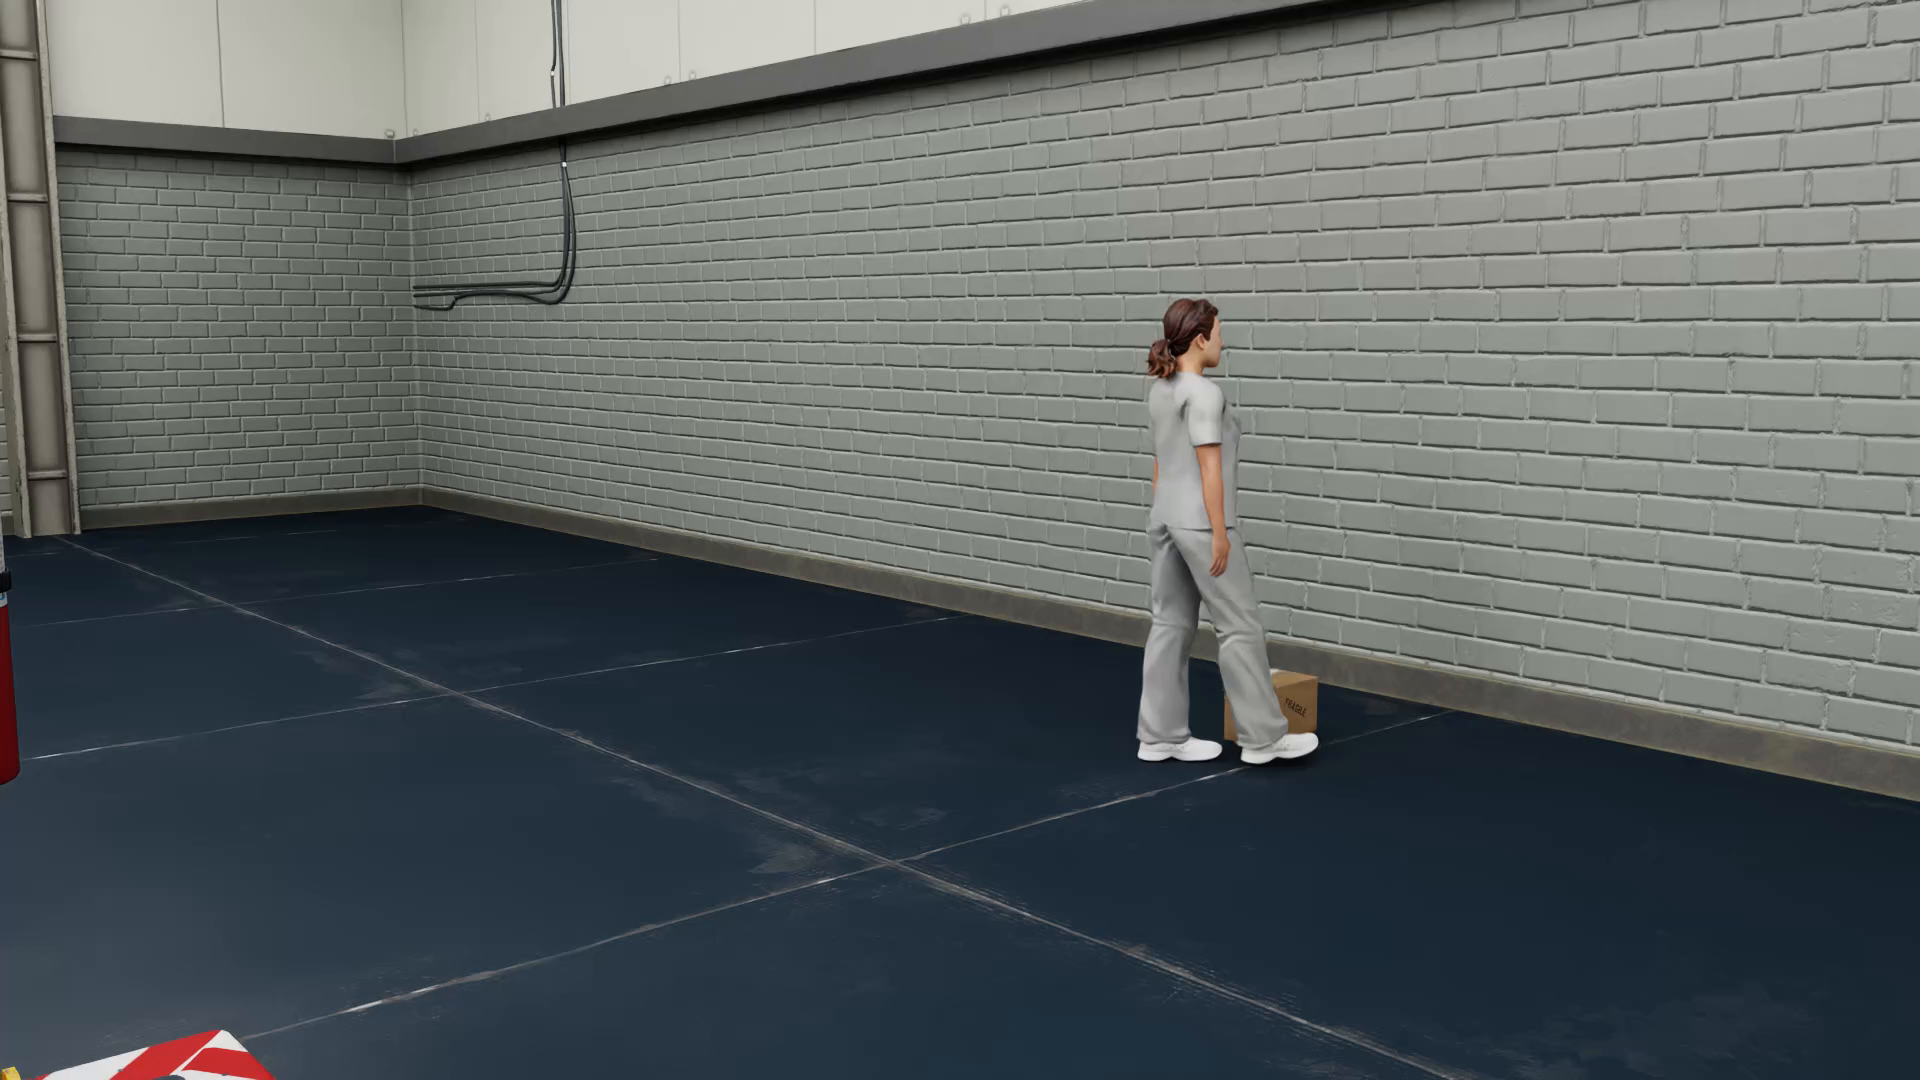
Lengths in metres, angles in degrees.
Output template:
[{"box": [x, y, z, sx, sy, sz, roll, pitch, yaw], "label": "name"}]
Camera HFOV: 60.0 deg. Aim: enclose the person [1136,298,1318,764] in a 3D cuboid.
[{"box": [0.952, -0.032, 6.006, 0.621, 1.666, 0.448, -3, 8, -22], "label": "person"}]
